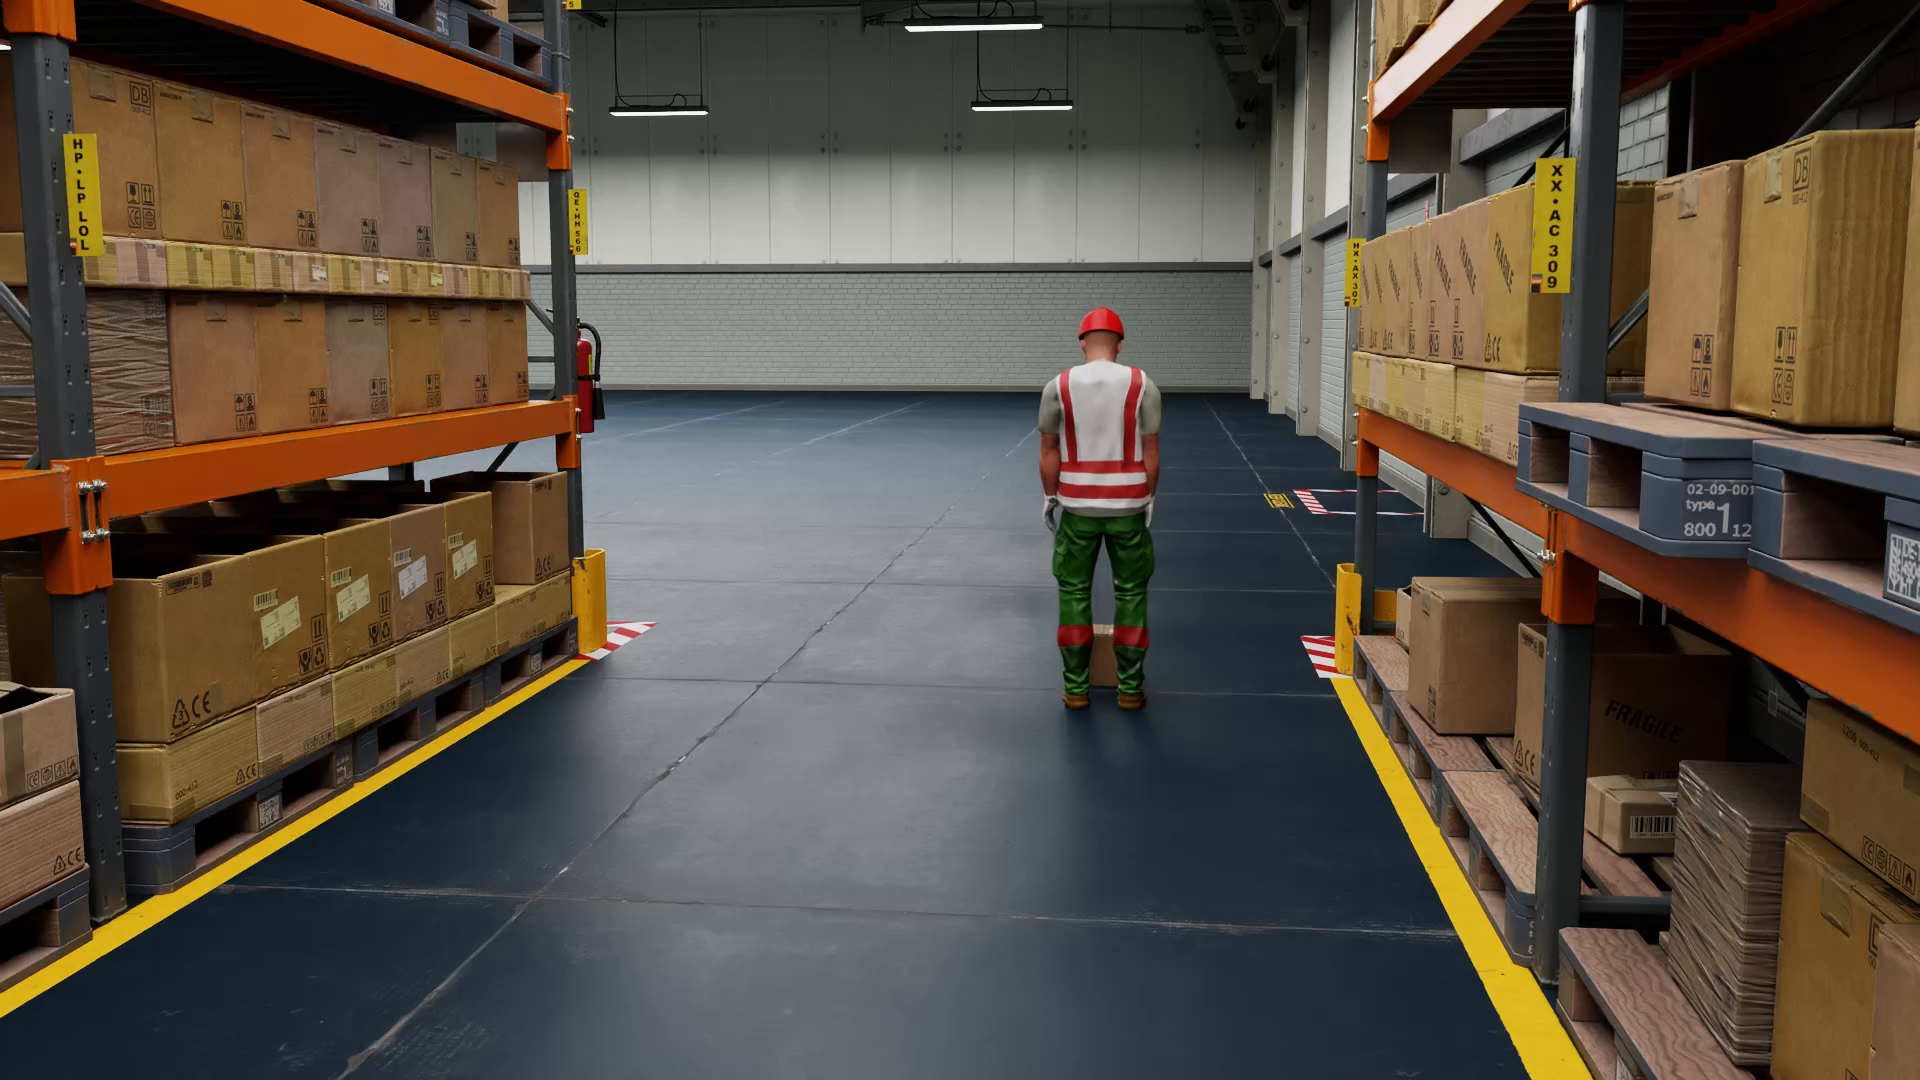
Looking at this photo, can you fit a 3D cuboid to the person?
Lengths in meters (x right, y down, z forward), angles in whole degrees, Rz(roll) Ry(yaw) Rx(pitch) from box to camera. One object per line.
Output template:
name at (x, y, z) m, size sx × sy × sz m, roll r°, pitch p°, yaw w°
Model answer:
person at (0.617, -0.139, 7.362) m, size 0.534 × 1.764 × 0.400 m, roll 1°, pitch 8°, yaw 7°
